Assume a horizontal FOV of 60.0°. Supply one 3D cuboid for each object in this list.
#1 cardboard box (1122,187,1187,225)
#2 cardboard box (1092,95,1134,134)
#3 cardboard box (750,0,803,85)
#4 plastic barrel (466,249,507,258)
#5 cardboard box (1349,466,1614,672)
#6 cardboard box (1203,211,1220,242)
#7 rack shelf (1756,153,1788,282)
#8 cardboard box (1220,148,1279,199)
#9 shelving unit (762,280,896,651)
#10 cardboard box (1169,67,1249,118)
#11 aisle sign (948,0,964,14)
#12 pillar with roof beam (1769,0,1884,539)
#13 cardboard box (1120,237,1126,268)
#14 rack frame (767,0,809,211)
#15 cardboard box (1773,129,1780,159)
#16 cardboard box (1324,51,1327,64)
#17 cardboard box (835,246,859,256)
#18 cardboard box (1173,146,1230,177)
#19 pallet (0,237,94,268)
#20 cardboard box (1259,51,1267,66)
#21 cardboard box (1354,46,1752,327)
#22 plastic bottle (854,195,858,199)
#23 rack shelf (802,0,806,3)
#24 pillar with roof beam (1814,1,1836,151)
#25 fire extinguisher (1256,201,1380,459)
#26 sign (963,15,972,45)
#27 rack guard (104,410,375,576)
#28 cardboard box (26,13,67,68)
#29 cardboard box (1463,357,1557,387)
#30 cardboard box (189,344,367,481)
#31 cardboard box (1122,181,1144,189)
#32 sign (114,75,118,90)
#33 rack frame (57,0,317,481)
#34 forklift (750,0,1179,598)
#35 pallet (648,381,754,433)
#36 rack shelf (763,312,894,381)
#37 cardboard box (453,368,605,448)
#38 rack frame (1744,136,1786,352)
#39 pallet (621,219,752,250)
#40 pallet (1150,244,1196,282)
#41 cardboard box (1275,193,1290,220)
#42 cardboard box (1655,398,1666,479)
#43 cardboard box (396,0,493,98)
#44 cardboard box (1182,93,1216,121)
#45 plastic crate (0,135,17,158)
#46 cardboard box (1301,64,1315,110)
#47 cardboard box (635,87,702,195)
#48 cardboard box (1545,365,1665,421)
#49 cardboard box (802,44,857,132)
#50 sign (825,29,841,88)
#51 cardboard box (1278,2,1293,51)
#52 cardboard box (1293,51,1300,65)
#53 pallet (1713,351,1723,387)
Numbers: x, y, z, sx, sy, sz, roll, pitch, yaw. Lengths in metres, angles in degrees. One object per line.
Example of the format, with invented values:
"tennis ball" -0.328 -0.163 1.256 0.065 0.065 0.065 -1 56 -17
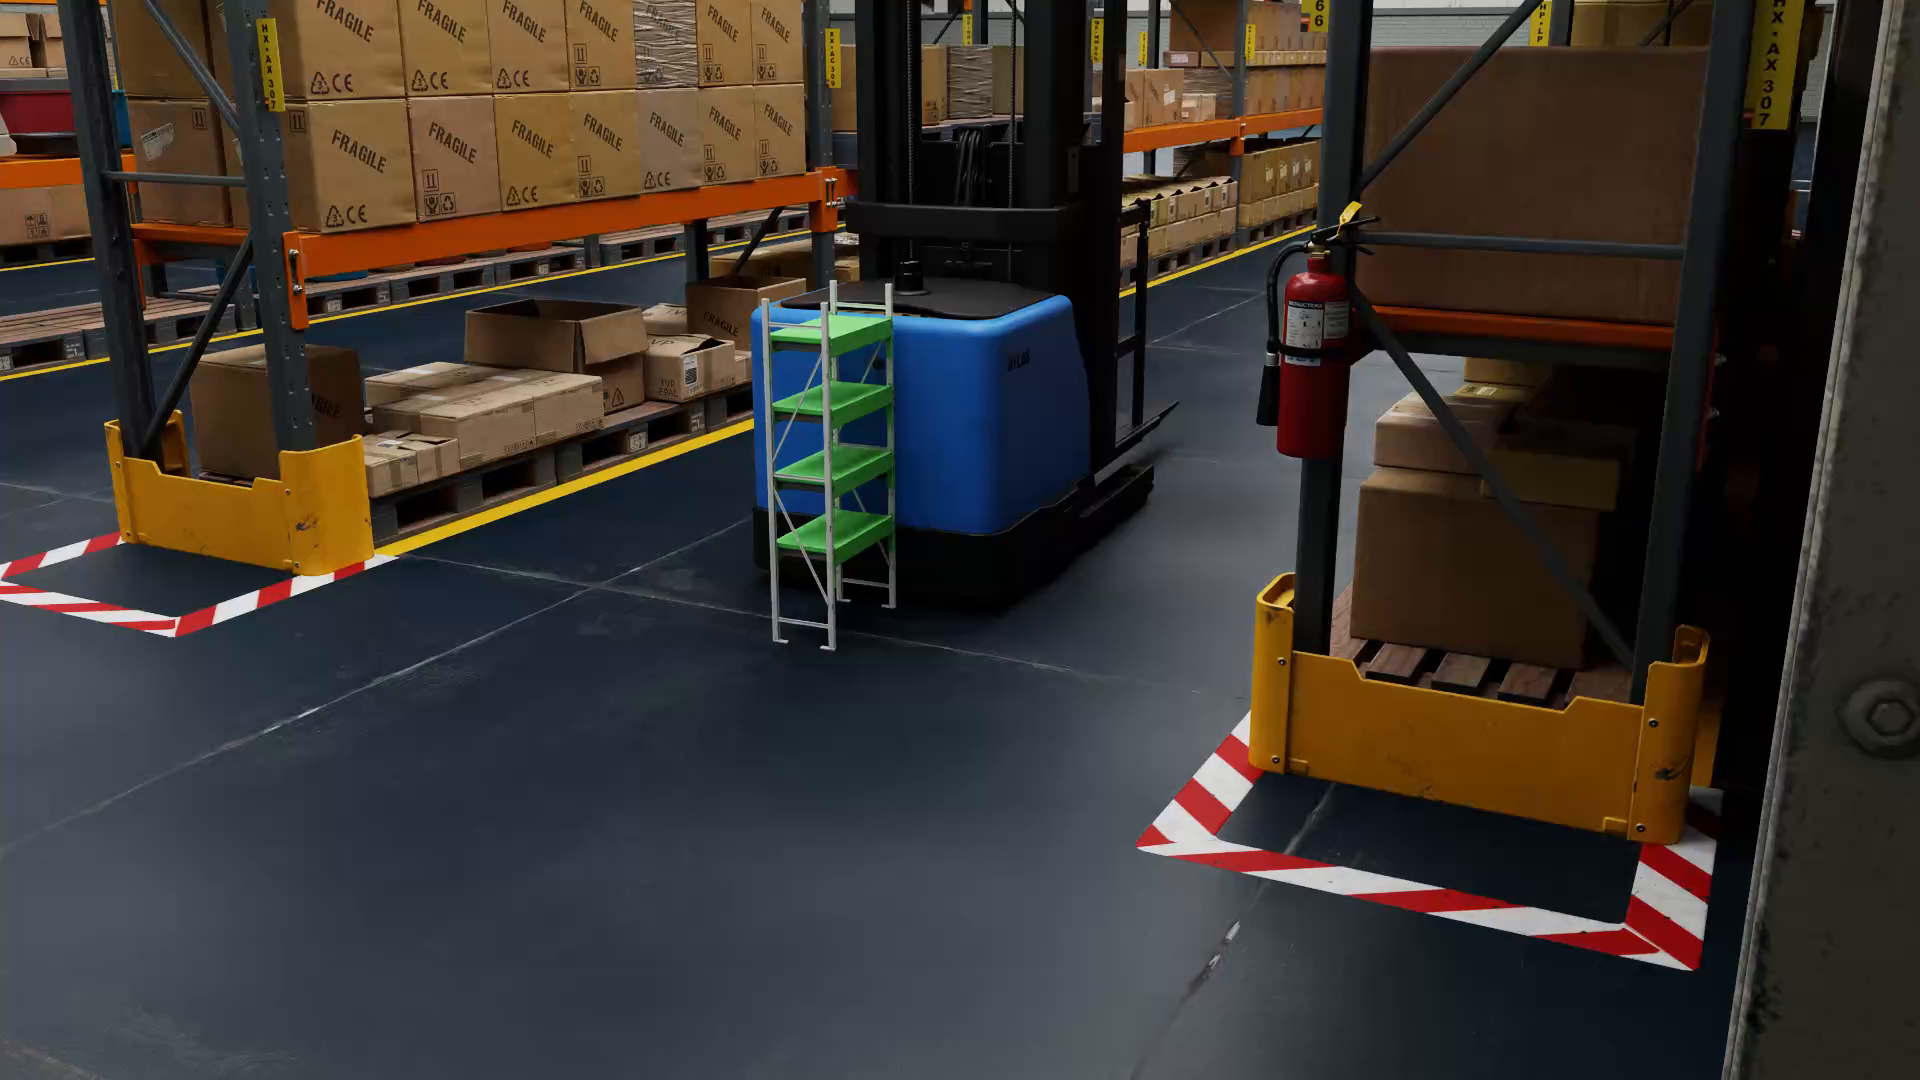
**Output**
"cardboard box" 1.753 -3.068 15.194 0.500 0.311 0.500 8 18 25
"cardboard box" 1.143 -3.585 13.984 0.500 0.311 0.500 8 18 25
"cardboard box" -1.212 -2.771 9.155 0.500 0.500 0.500 8 18 26
"plastic barrel" -4.236 -2.783 14.757 0.421 0.512 0.421 0 17 0
"cardboard box" 1.652 0.048 5.247 0.700 0.500 0.500 8 18 25
"cardboard box" 2.204 -3.056 16.136 0.500 0.250 0.500 8 18 25
"rack shelf" 4.110 -1.941 9.555 1.077 0.370 4.000 8 18 25
"cardboard box" 3.061 -3.893 17.638 0.500 0.500 0.500 8 18 25
"shelving unit" -0.446 -0.271 5.831 0.258 1.200 0.503 7 18 22
"cardboard box" 2.550 -4.605 17.086 0.700 0.500 0.500 8 18 24
"aisle sign" 0.013 -7.320 21.837 0.394 0.787 0.004 8 18 25
"pillar with roof beam" -0.174 -4.912 7.757 9.100 9.000 0.400 8 18 25
"cardboard box" 1.067 -2.404 13.942 0.500 0.250 0.500 8 18 25
"rack frame" -2.072 -5.075 18.842 1.000 3.000 0.127 8 18 25
"cardboard box" 3.881 -2.196 8.416 0.500 0.500 0.500 8 18 26
"cardboard box" 4.144 -5.700 19.632 0.380 0.149 0.250 8 18 24
"cardboard box" -0.555 -1.648 10.922 0.500 0.500 0.500 8 18 26
"cardboard box" 2.603 -3.958 17.857 0.500 0.500 0.500 8 18 25
"pallet" -9.257 -2.849 16.244 1.003 0.211 1.213 8 18 25
"cardboard box" 2.992 -5.043 17.421 0.380 0.149 0.250 8 18 25
"cardboard box" 1.647 -1.033 4.706 0.980 0.700 0.700 9 19 28
"plastic bottle" -1.256 -4.217 19.833 0.144 0.351 0.185 7 18 23
"rack shelf" -2.966 -5.658 16.802 1.077 0.370 4.000 8 18 25
"pillar with roof beam" 13.231 -12.553 33.484 9.100 9.000 0.400 8 18 25
"fire extinguisher" 0.948 -0.562 4.440 0.296 0.674 0.183 8 18 25
"sign" 0.072 -4.050 13.357 0.100 0.325 0.005 8 18 25
"rack guard" -2.971 -0.208 6.847 1.175 0.500 0.348 8 18 25
"cardboard box" -8.926 -4.865 16.199 0.797 0.503 0.637 9 19 27
"cardboard box" 2.241 -0.716 6.681 0.380 0.149 0.250 8 18 24
"cardboard box" -2.982 -0.570 7.291 0.500 0.500 0.500 8 18 25
"cardboard box" 1.491 -3.263 15.850 0.500 0.311 0.500 7 18 24
"sign" -6.138 -3.240 12.179 0.100 0.325 0.005 8 18 25
"rack frame" -3.005 -1.387 6.426 1.000 3.000 0.127 8 18 25
"forklift" 0.244 -1.569 7.158 1.130 2.935 3.031 7 18 22
"pallet" -1.525 -0.894 9.665 1.003 0.211 1.213 8 18 25
"rack shelf" -0.446 -0.670 5.713 0.258 0.148 0.480 7 18 22
"cardboard box" -2.061 -0.637 7.957 0.500 0.250 0.500 8 18 25
"rack frame" 5.003 -2.796 11.168 1.000 3.000 0.127 8 18 25
"pallet" -2.933 -3.221 17.499 1.003 0.211 1.213 8 18 25
"pallet" 1.519 -2.602 15.416 1.003 0.211 1.213 8 18 25
"cardboard box" 3.292 -3.660 18.170 0.500 0.250 0.500 8 18 25
"cardboard box" 2.790 -0.602 7.437 0.700 0.500 0.500 8 18 26
"cardboard box" -2.344 -2.128 6.989 0.500 0.500 0.500 8 18 26
"cardboard box" 2.176 -4.241 16.298 0.500 0.250 0.500 9 19 29
"plastic crate" -6.156 -2.458 10.388 0.293 0.136 0.466 8 18 25
"cardboard box" 3.694 -5.259 19.286 0.700 0.500 0.500 9 19 27
"cardboard box" -1.668 -2.031 8.419 0.500 0.500 0.500 9 19 27
"cardboard box" 2.340 -0.529 6.050 0.380 0.149 0.250 8 18 26
"cardboard box" -0.806 -2.747 10.093 0.700 0.500 0.500 2 17 7
"sign" -0.729 -2.754 9.507 0.100 0.325 0.005 8 18 25
"cardboard box" 3.223 -5.611 18.193 0.700 0.500 0.500 8 18 25
"cardboard box" 3.567 -5.370 18.521 0.380 0.149 0.250 9 19 27
"pallet" 4.037 -0.958 9.879 1.003 0.211 1.213 8 18 25
